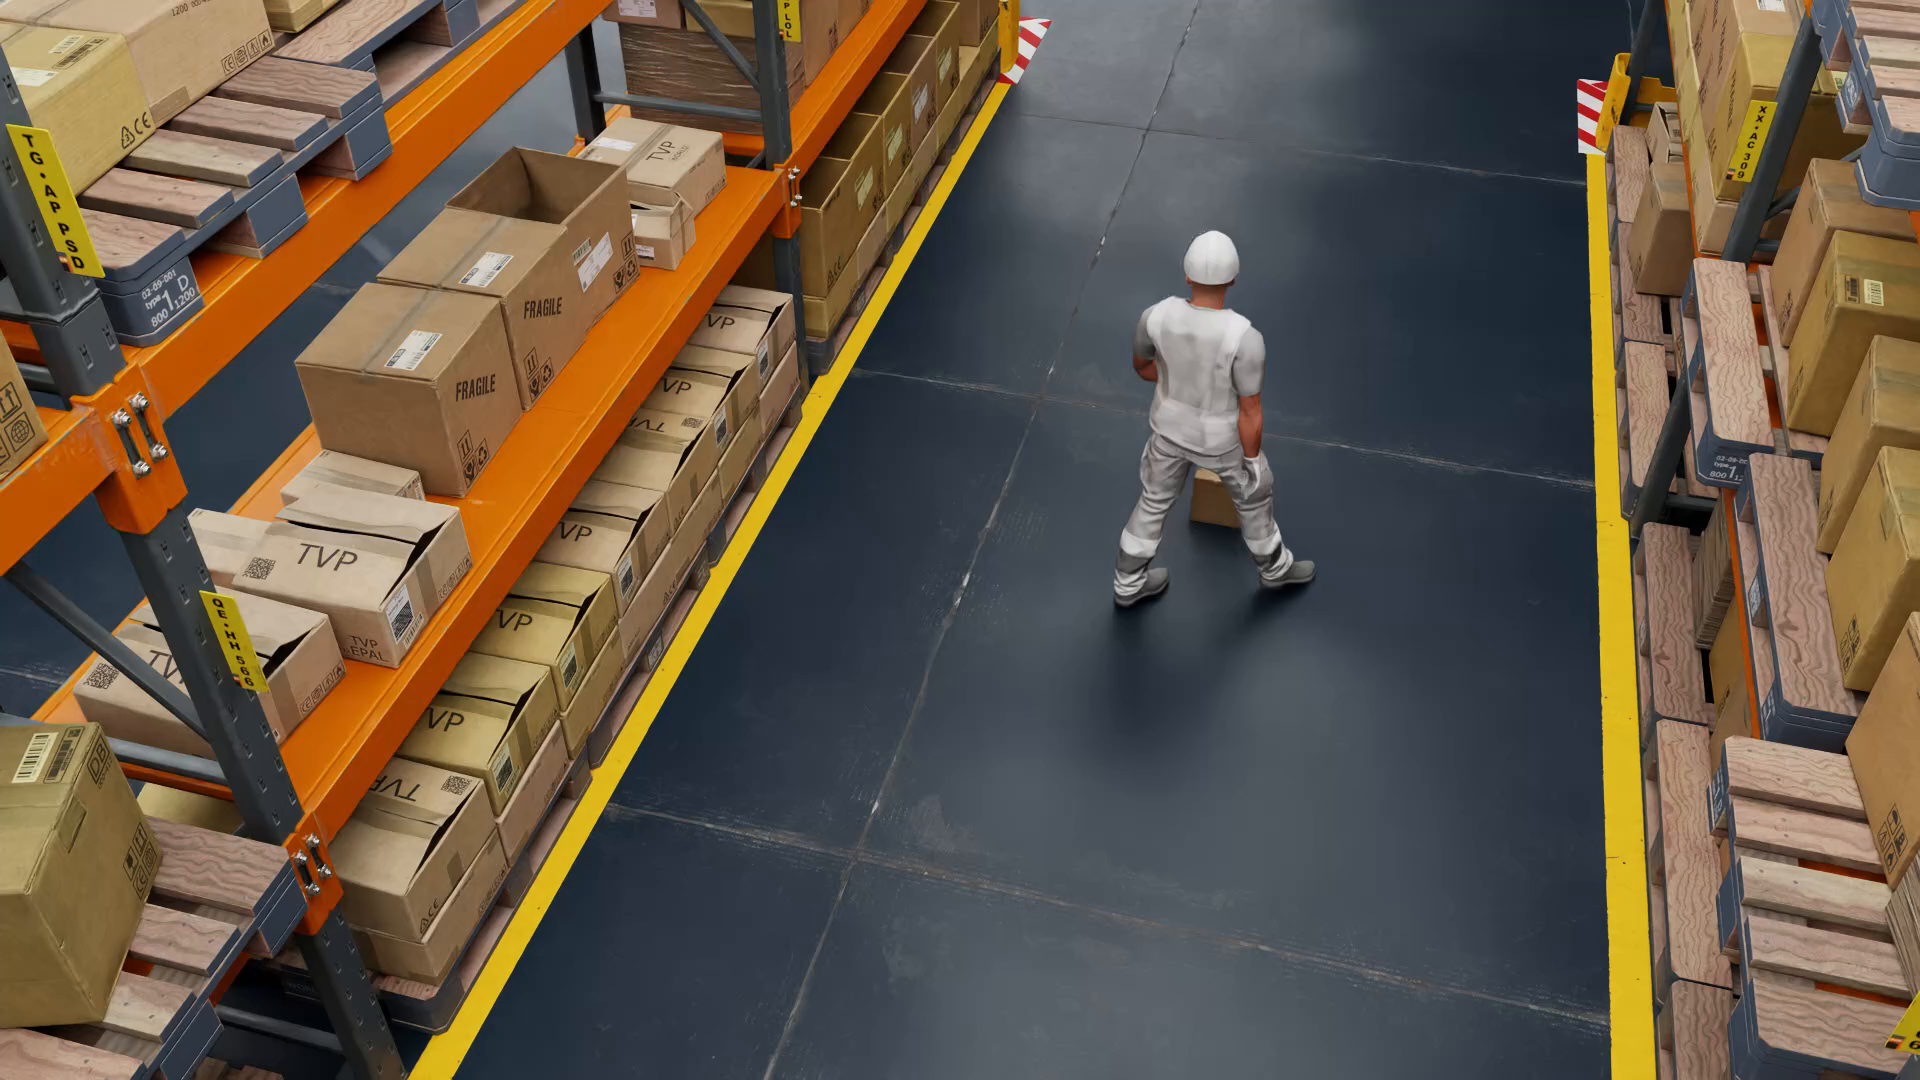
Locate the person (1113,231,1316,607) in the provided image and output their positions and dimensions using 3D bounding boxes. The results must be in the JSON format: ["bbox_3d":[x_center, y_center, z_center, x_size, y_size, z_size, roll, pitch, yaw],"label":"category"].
[{"bbox_3d":[1.077,-0.480,6.684,0.740,1.765,0.719,25,47,26],"label":"person"}]
